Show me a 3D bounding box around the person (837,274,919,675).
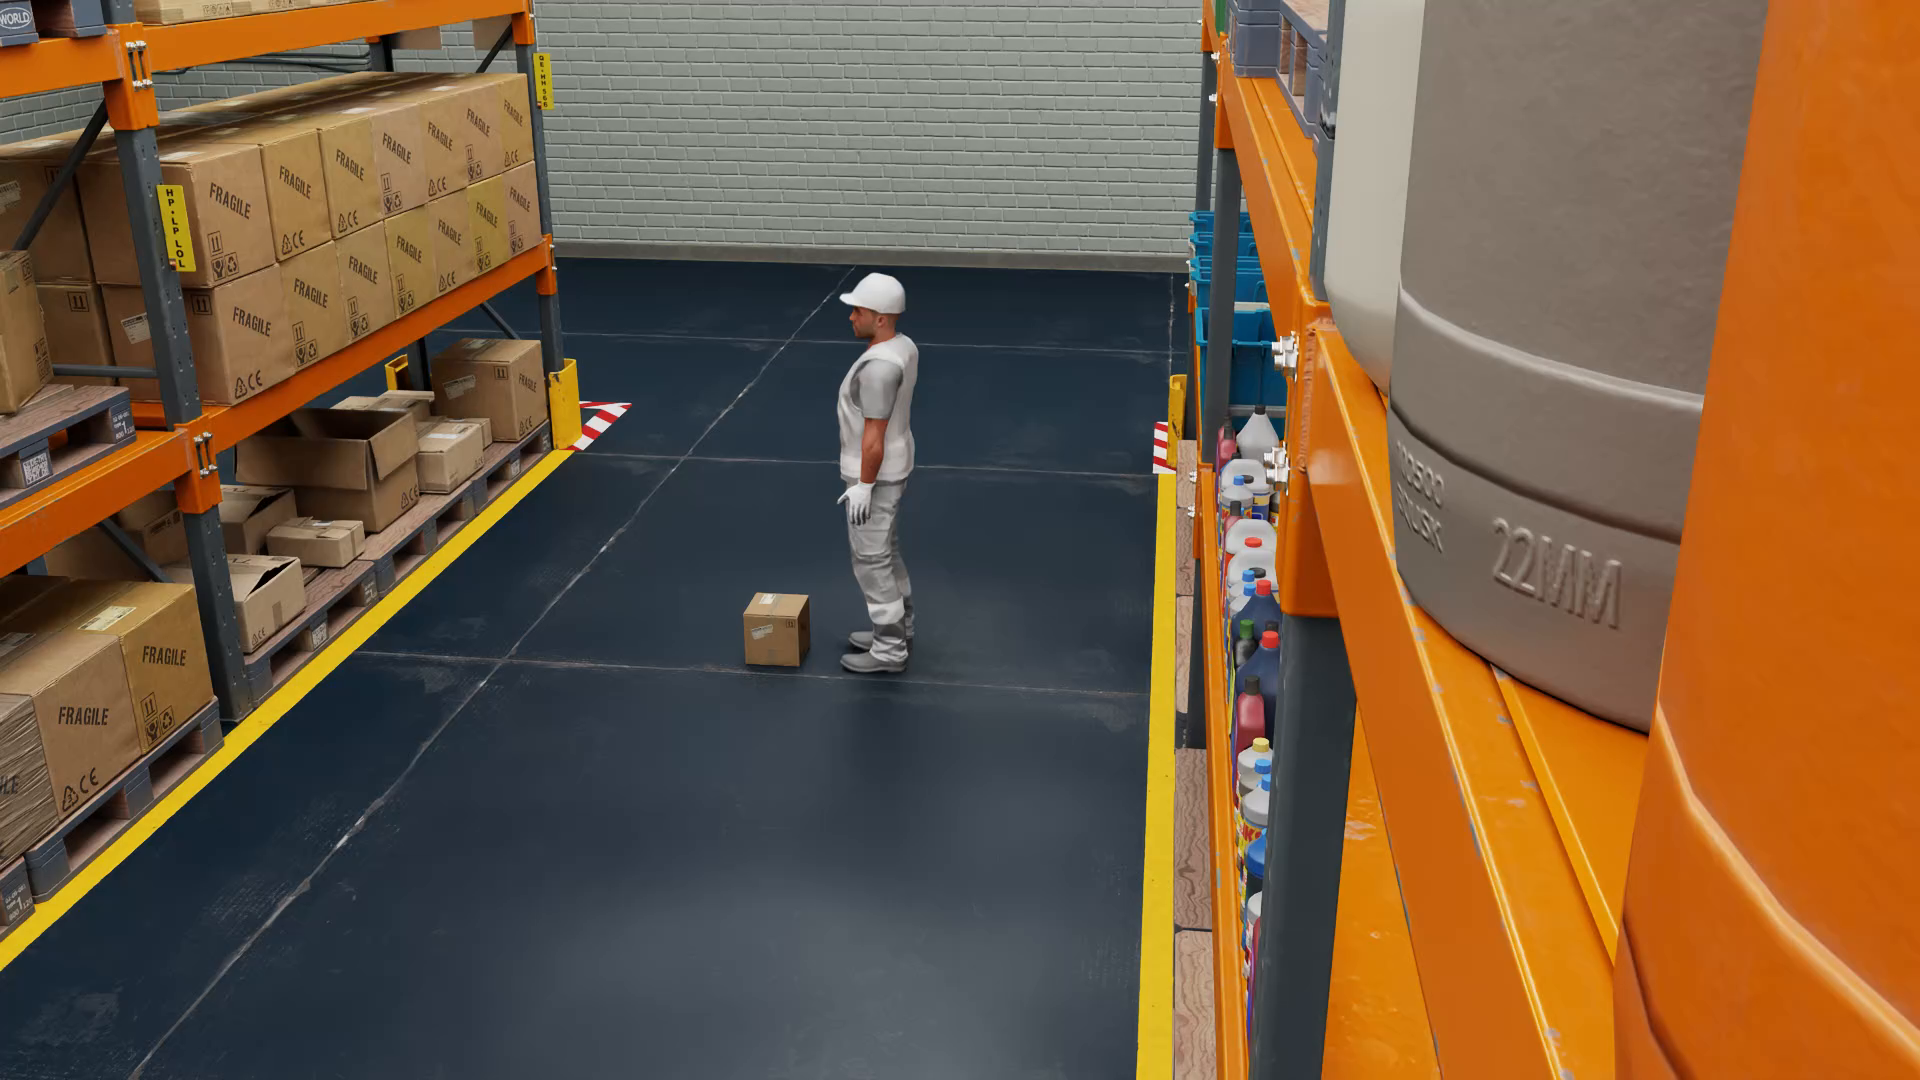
[{"bbox_3d":[-0.366,-0.282,7.288,0.348,1.786,0.523,3,21,8],"label":"person"}]
